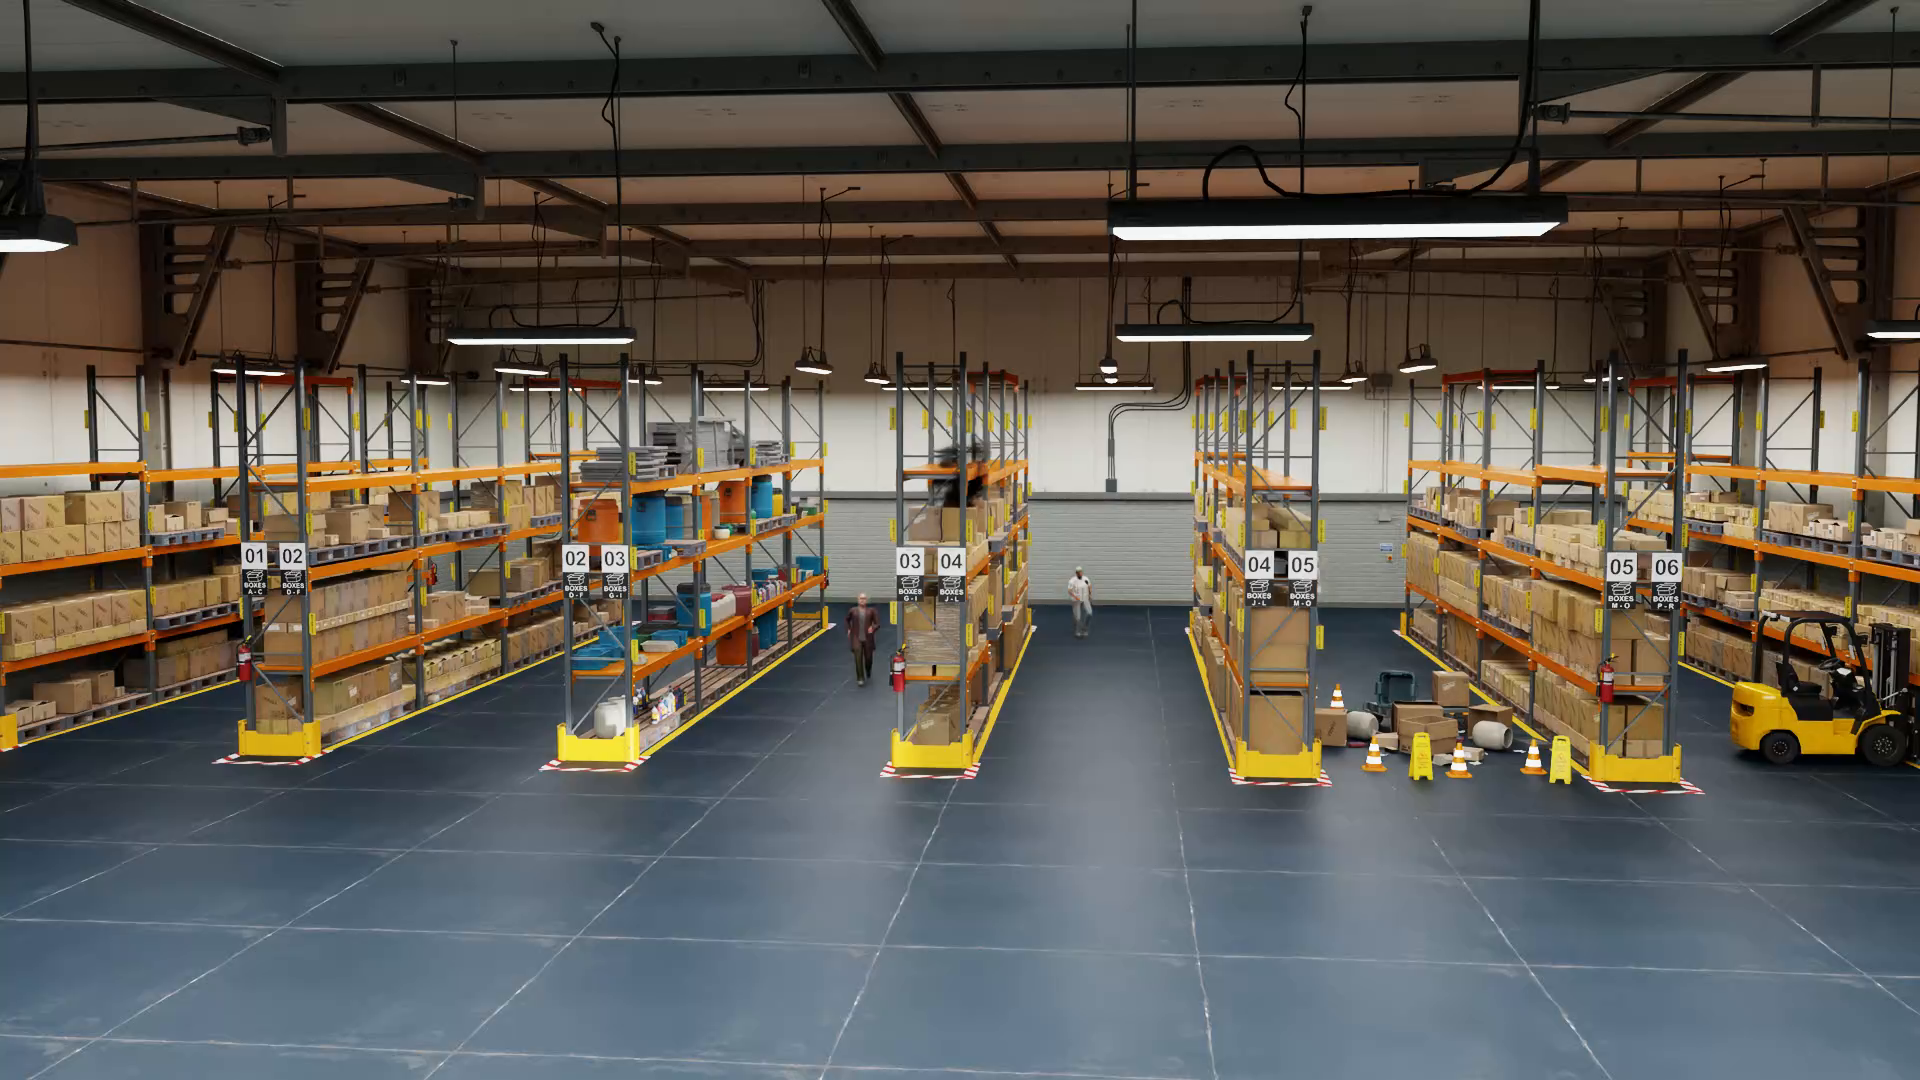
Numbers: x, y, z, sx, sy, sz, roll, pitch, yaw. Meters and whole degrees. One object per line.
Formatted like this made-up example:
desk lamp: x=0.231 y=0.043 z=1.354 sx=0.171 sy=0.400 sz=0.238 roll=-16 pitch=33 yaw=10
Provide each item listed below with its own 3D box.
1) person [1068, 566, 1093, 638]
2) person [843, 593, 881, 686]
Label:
person: x=2.812 y=1.440 z=38.662 sx=0.623 sy=1.652 sz=0.625 roll=-1 pitch=4 yaw=-13
person: x=-1.868 y=1.884 z=31.670 sx=0.715 sy=1.734 sz=0.826 roll=0 pitch=4 yaw=-2
